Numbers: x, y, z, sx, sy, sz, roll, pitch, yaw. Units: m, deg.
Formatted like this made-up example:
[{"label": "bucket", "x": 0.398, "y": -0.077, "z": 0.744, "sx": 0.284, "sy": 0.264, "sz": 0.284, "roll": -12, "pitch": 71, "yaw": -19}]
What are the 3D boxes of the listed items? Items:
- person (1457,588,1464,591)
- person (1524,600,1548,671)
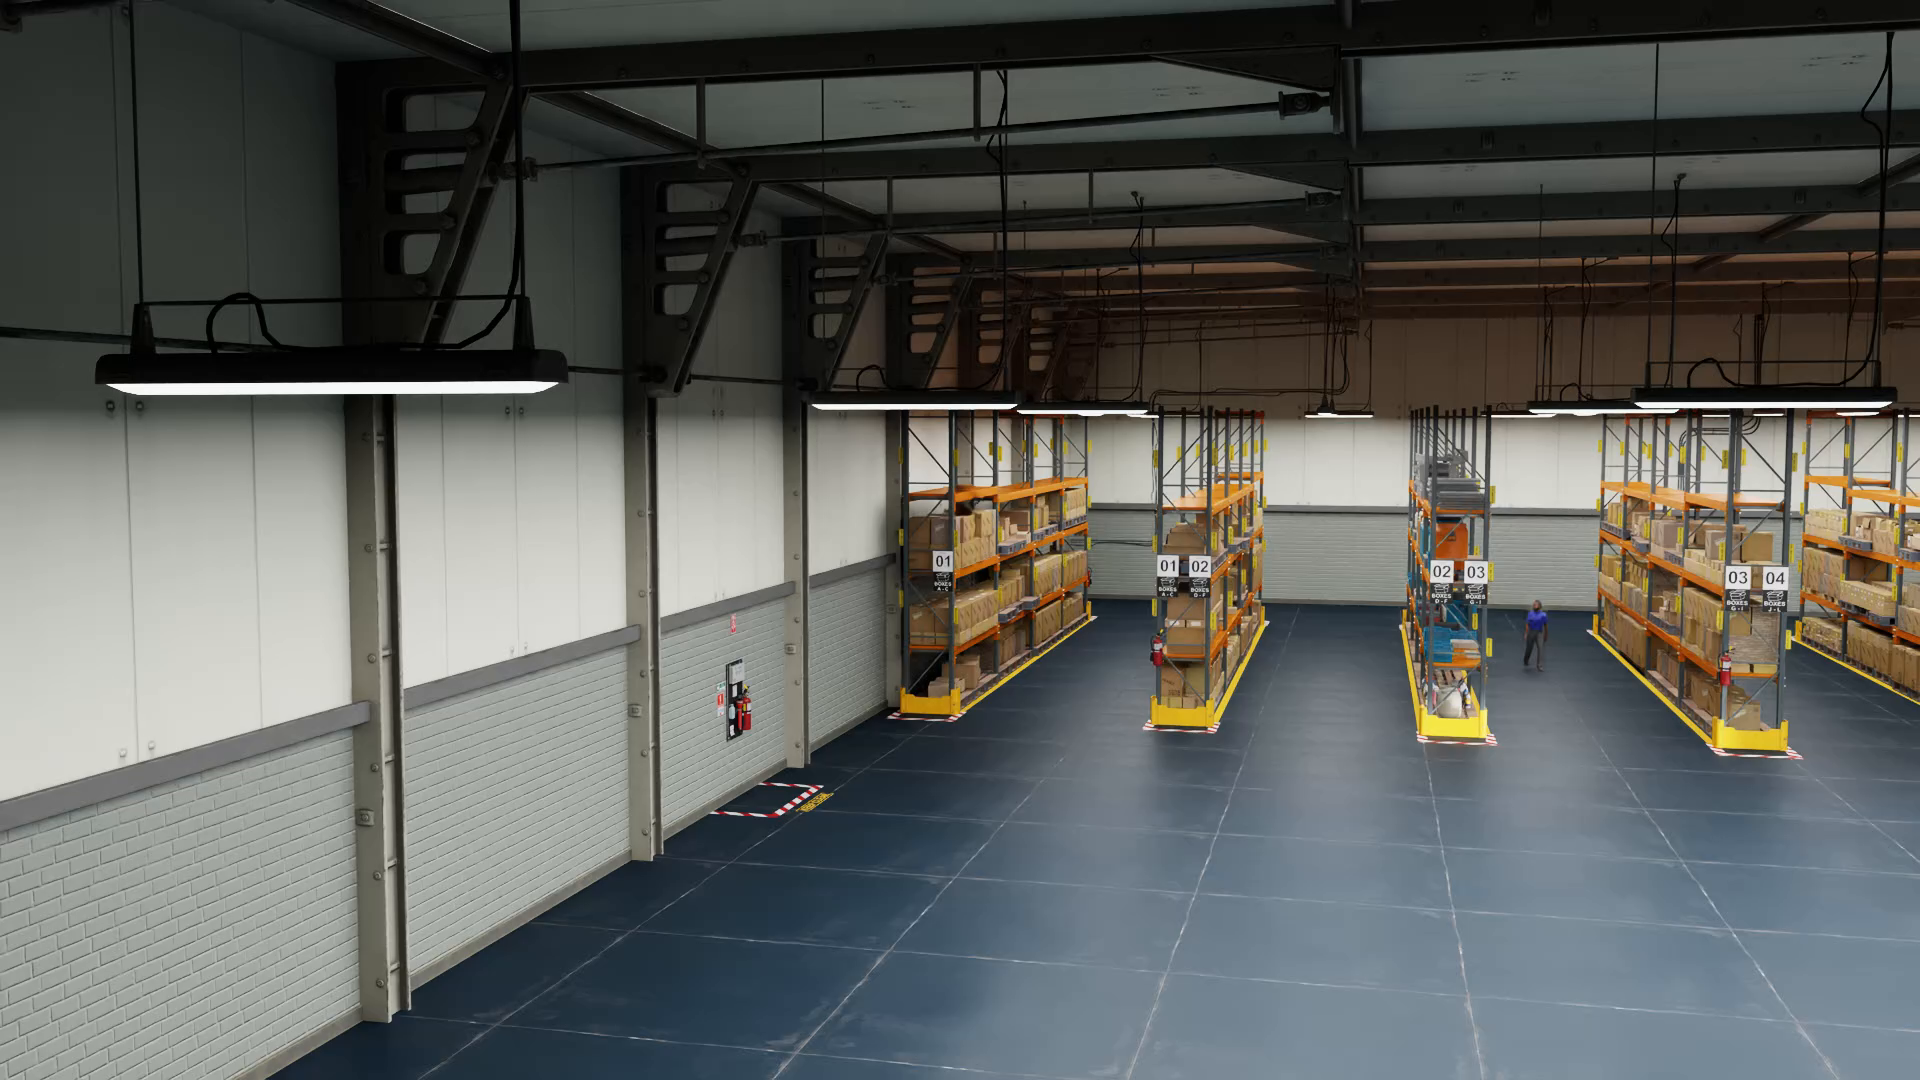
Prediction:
[{"label": "person", "x": 13.952, "y": 1.576, "z": 46.394, "sx": 0.481, "sy": 1.690, "sz": 0.392, "roll": 0, "pitch": 4, "yaw": 7}, {"label": "person", "x": 13.197, "y": 2.184, "z": 38.169, "sx": 0.547, "sy": 1.595, "sz": 0.939, "roll": 0, "pitch": 4, "yaw": 4}]
